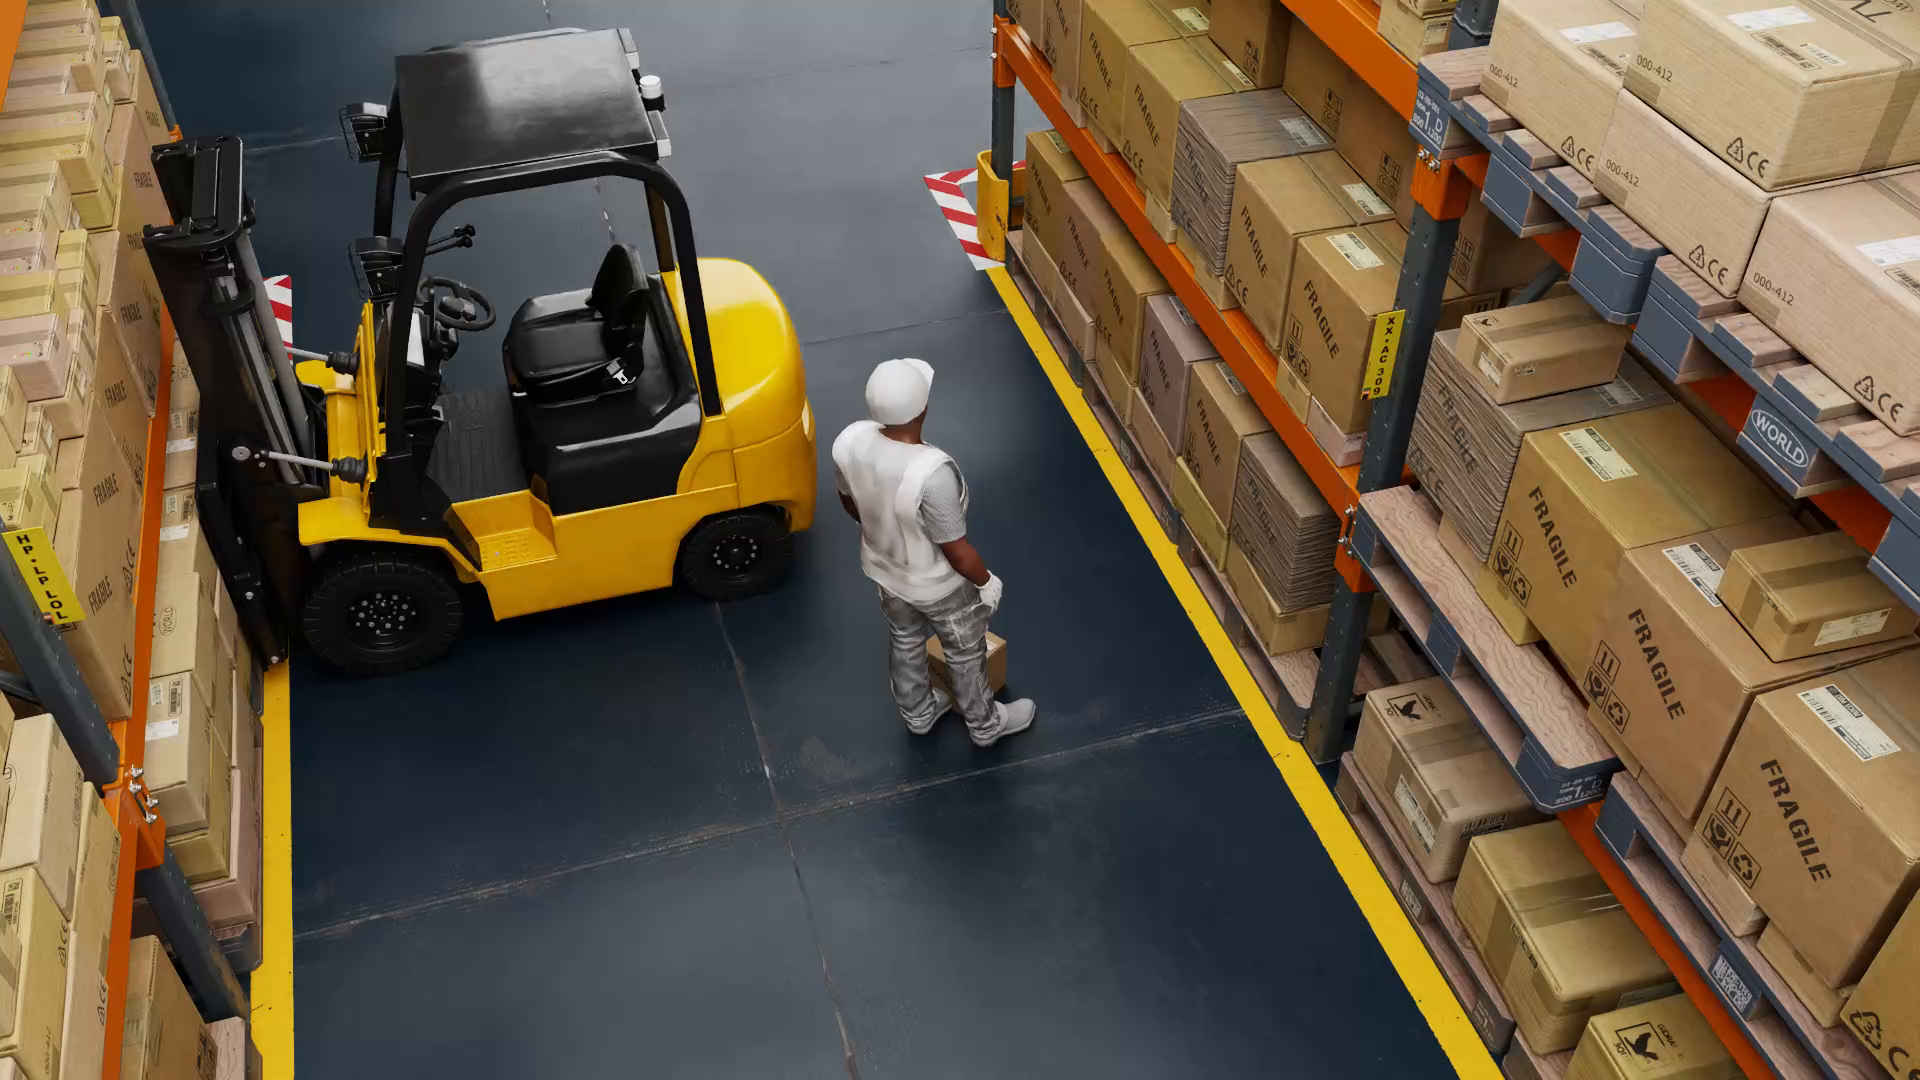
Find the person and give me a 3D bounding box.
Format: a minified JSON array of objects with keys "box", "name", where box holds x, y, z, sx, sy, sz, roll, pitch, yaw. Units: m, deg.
[{"box":[-0.094,0.047,6.079,0.656,1.781,0.578,30,50,29],"name":"person"}]
